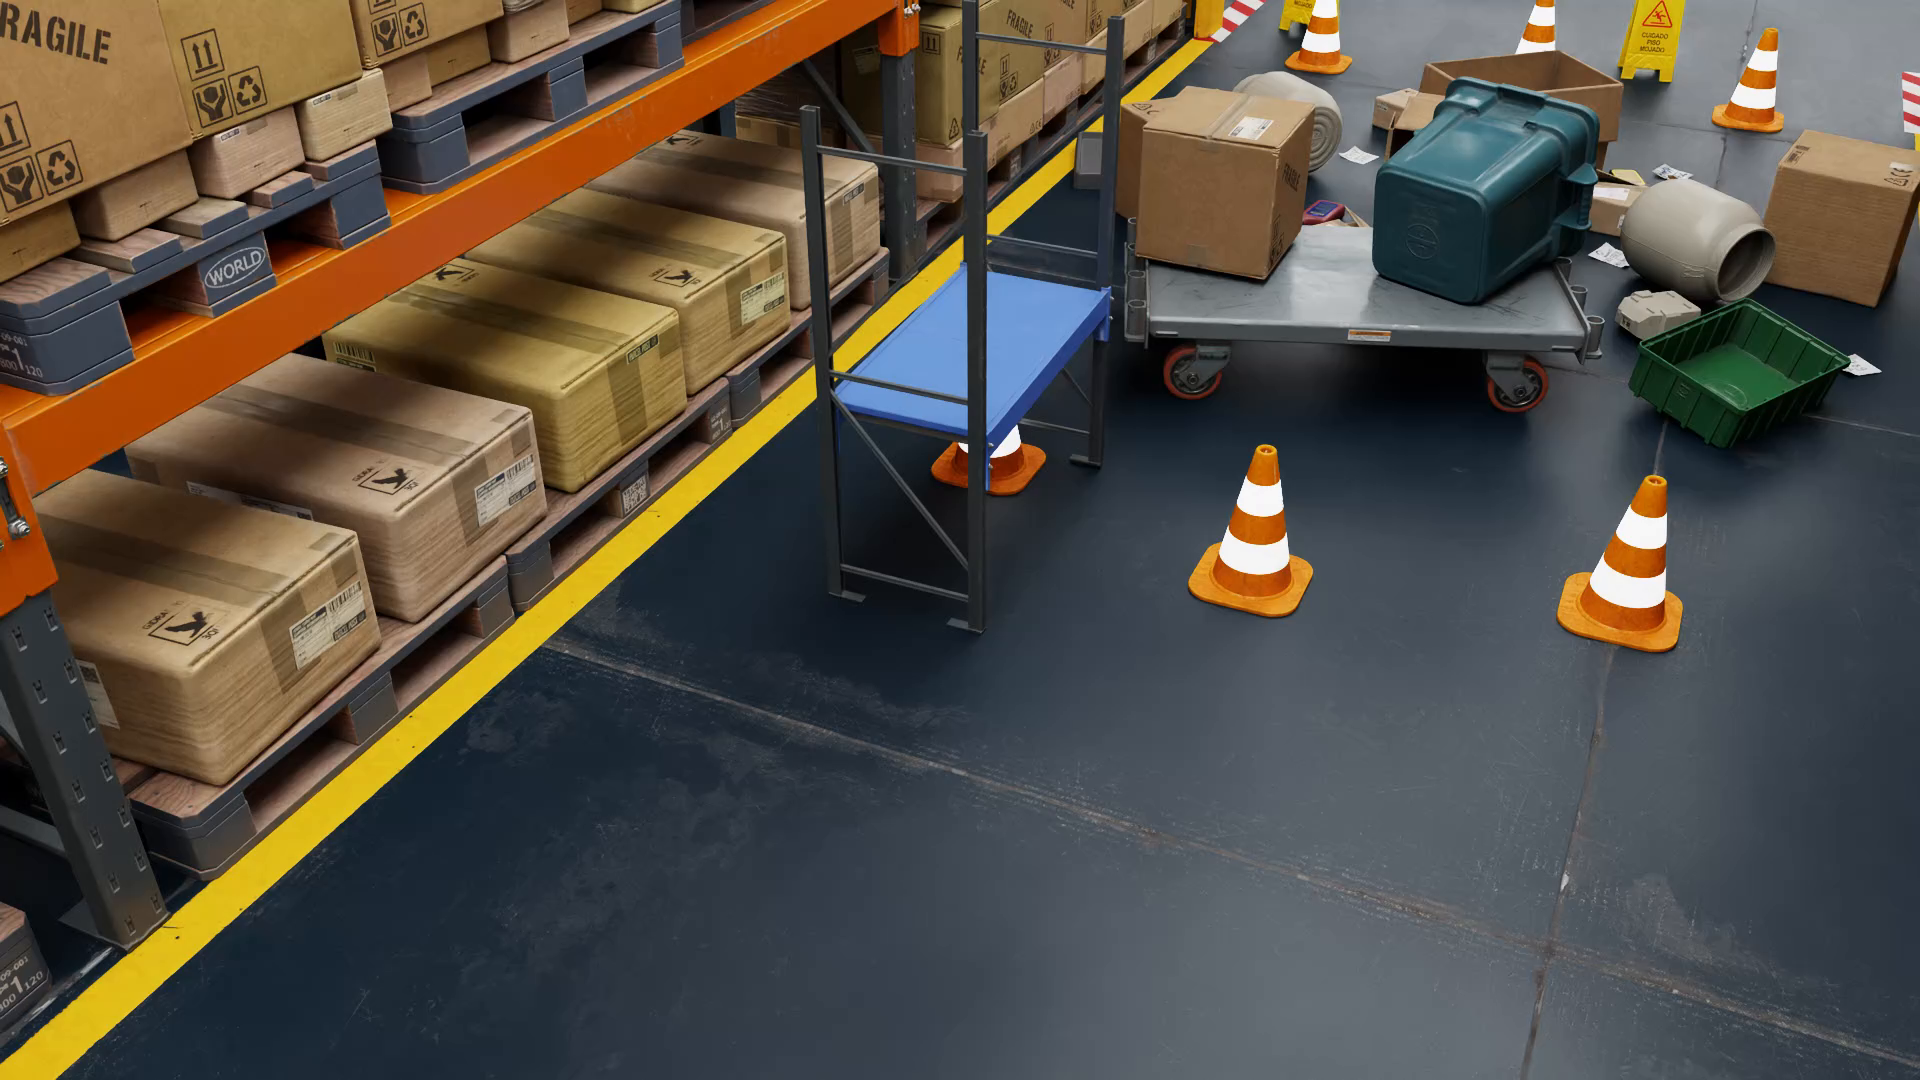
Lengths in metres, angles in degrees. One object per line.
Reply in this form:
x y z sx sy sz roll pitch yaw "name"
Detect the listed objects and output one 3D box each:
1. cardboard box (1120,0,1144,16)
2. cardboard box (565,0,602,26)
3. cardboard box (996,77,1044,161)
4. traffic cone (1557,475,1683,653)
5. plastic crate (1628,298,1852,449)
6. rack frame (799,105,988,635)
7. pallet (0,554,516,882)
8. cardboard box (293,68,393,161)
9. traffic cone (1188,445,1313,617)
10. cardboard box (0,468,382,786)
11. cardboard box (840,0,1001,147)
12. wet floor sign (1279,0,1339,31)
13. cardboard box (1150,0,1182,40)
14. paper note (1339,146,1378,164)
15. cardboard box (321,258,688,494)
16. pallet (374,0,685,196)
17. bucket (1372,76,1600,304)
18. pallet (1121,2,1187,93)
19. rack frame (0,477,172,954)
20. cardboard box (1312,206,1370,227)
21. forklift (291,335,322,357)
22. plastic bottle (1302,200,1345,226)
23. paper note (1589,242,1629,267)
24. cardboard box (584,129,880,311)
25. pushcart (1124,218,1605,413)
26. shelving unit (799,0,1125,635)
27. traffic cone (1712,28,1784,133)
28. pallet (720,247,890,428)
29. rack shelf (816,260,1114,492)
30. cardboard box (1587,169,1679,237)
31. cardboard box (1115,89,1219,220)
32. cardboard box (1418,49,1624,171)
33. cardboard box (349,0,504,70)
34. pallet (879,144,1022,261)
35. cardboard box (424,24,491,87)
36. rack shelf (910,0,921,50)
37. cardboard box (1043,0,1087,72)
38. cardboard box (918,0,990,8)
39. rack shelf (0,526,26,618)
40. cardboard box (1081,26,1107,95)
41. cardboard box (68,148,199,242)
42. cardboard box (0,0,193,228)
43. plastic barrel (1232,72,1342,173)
0.705 -3.057 8.617 0.500 0.500 0.500 16 36 22 "cardboard box"
-1.263 -1.583 4.775 0.380 0.149 0.250 13 35 19 "cardboard box"
0.050 -1.971 7.645 0.500 0.250 0.500 16 37 23 "cardboard box"
1.951 0.023 4.793 0.336 0.463 0.334 14 36 20 "traffic cone"
2.766 -0.595 5.933 0.662 0.188 0.450 -21 49 -29 "plastic crate"
-0.164 -0.409 4.506 0.500 1.500 0.032 14 36 20 "rack frame"
-2.000 0.325 4.562 1.003 0.211 1.213 14 36 20 "pallet"
-1.584 -1.033 3.937 0.380 0.149 0.250 14 36 21 "cardboard box"
0.885 -0.071 4.937 0.336 0.463 0.334 14 36 20 "traffic cone"
-2.083 0.192 4.236 0.950 0.372 0.625 12 35 17 "cardboard box"
-0.163 -2.016 7.030 0.500 0.500 0.500 16 36 23 "cardboard box"
2.070 -3.301 9.696 0.267 0.644 0.232 29 43 36 "wet floor sign"
0.915 -2.986 9.193 0.500 0.250 0.500 14 36 20 "cardboard box"
1.940 -1.874 8.091 0.148 0.019 0.142 29 43 36 "paper note"
-1.459 -0.554 5.373 0.950 0.372 0.625 15 36 22 "cardboard box"
-1.537 -1.368 4.775 1.003 0.211 1.213 14 36 20 "pallet"
1.846 -1.223 5.978 0.726 0.611 0.620 29 53 36 "bucket"
0.615 -2.836 9.383 1.003 0.211 1.213 14 36 20 "pallet"
-2.328 -0.453 3.205 1.000 3.000 0.127 14 36 20 "rack frame"
1.635 -1.215 6.860 0.258 0.266 0.396 -9 34 -13 "cardboard box"
-2.936 -2.521 6.422 1.130 2.935 3.031 0 33 0 "forklift"
1.589 -1.428 7.373 0.133 0.061 0.283 21 39 28 "plastic bottle"
2.790 -1.211 7.076 0.172 0.023 0.155 29 43 36 "paper note"
-0.872 -1.260 6.449 0.950 0.372 0.625 15 36 21 "cardboard box"
1.437 -0.850 6.202 1.648 0.377 0.936 3 33 4 "pushcart"
0.041 -0.671 4.892 0.538 1.500 1.048 14 36 20 "shelving unit"
4.045 -2.352 8.415 0.336 0.463 0.334 14 36 20 "traffic cone"
-0.979 -0.890 6.416 1.003 0.211 1.213 14 36 20 "pallet"
0.042 -0.521 4.992 0.538 0.185 1.000 14 36 20 "rack shelf"
2.930 -1.495 7.287 0.396 0.266 0.258 21 39 28 "cardboard box"
1.029 -1.622 7.265 0.500 0.500 0.500 -15 36 -21 "cardboard box"
2.583 -1.937 7.746 0.797 0.503 0.637 -9 34 -13 "cardboard box"
-1.502 -1.493 4.045 0.500 0.500 0.500 15 36 21 "cardboard box"
-0.406 -1.621 7.530 1.003 0.211 1.213 14 36 20 "pallet"
-1.472 -1.321 4.375 0.380 0.149 0.250 16 36 22 "cardboard box"
0.182 -3.140 7.959 1.077 0.370 4.000 14 36 20 "rack shelf"
0.269 -2.543 7.834 0.500 0.500 0.500 16 37 23 "cardboard box"
-0.056 -2.336 6.926 0.380 0.149 0.250 15 36 21 "cardboard box"
-3.165 0.844 1.883 1.077 0.370 4.000 14 36 20 "rack shelf"
0.487 -2.480 8.422 0.500 0.250 0.500 13 35 19 "cardboard box"
-1.875 -0.775 3.543 0.380 0.149 0.250 12 35 18 "cardboard box"
-1.930 -0.965 3.241 0.500 0.500 0.500 13 35 19 "cardboard box"
1.530 -1.983 7.889 0.421 0.421 0.512 -15 36 -21 "plastic barrel"
